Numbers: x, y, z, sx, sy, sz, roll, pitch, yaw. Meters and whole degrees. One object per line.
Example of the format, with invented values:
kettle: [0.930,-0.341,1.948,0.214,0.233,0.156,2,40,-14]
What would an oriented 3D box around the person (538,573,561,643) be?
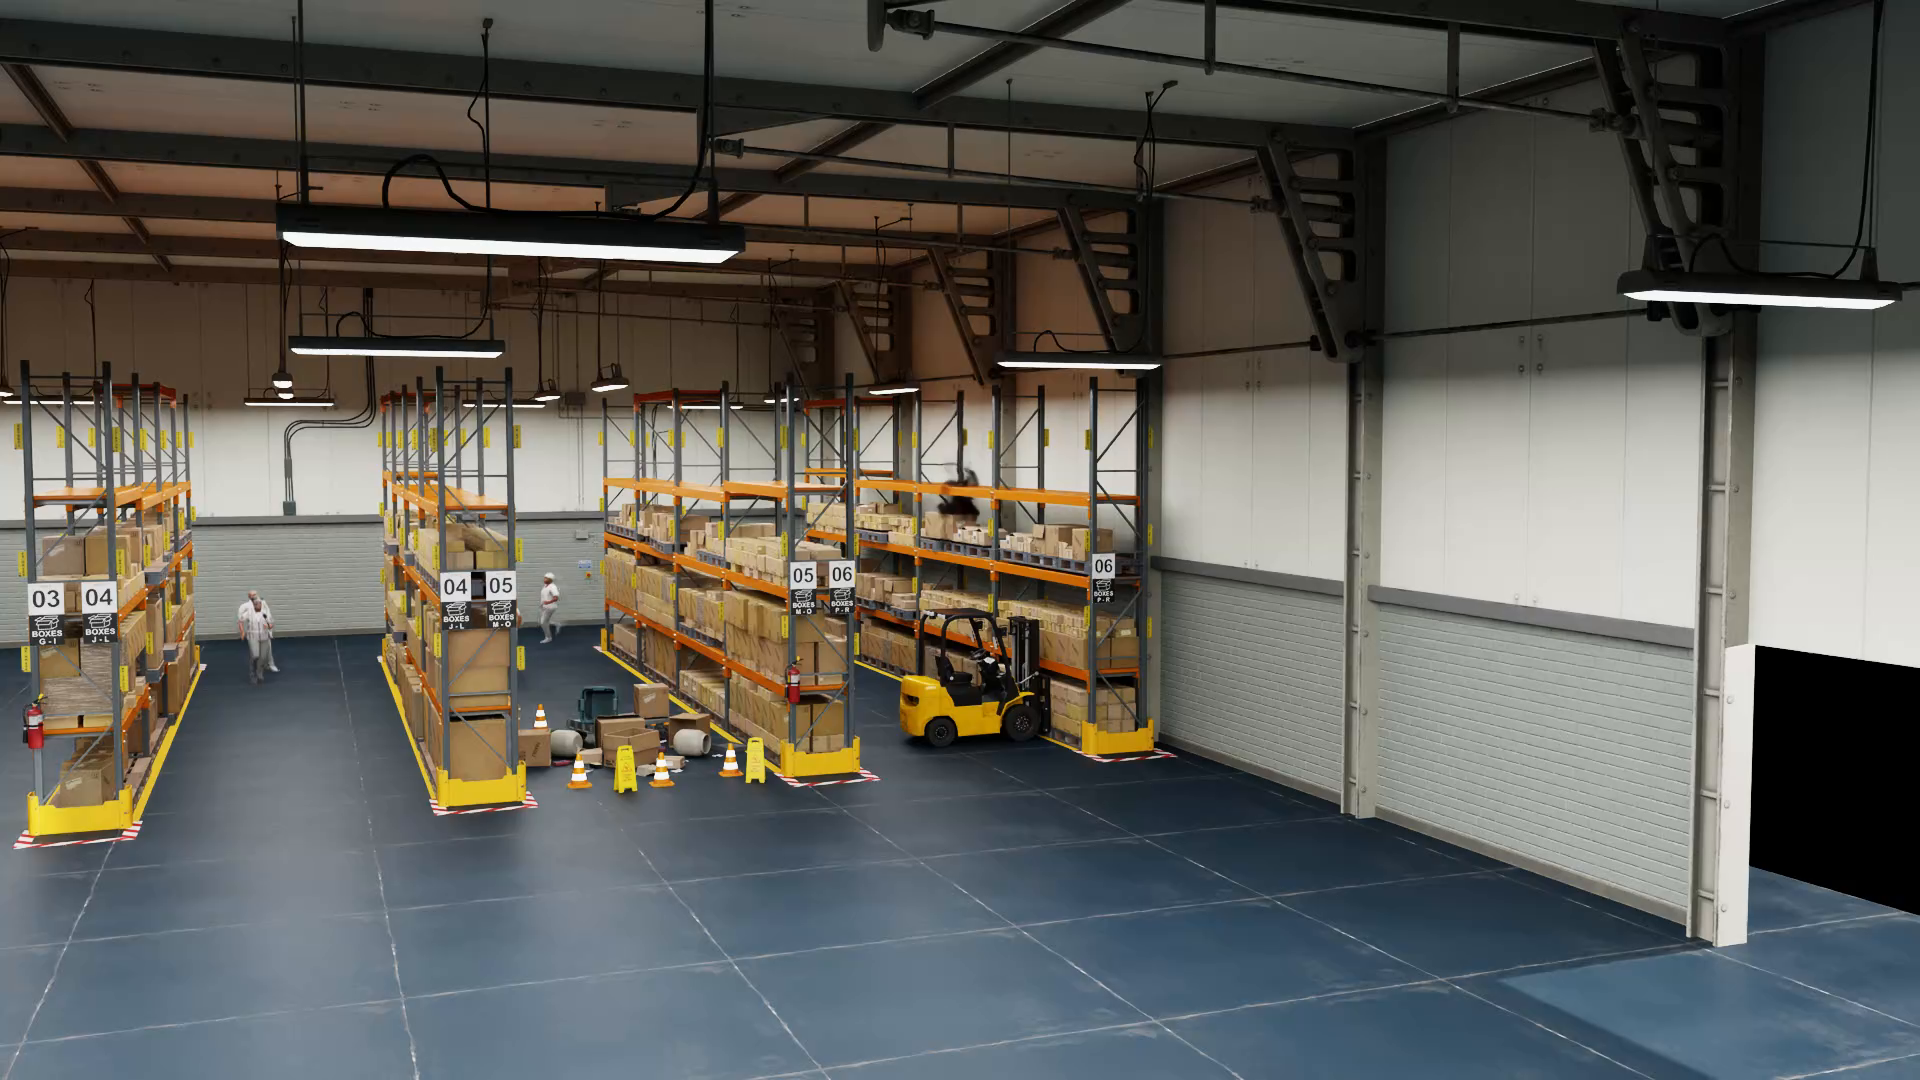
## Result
person: [-10.142,1.675,41.205,0.581,1.725,0.743,-2,4,-30]

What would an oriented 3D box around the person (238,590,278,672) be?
person: [-15.220,1.956,35.906,0.725,1.747,1.030,-3,4,-40]

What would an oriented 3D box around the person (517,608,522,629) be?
person: [-9.782,2.042,35.978,0.585,1.666,0.985,-2,4,-28]

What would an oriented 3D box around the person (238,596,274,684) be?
person: [-14.460,2.069,34.257,0.636,1.835,0.748,-3,4,-37]
